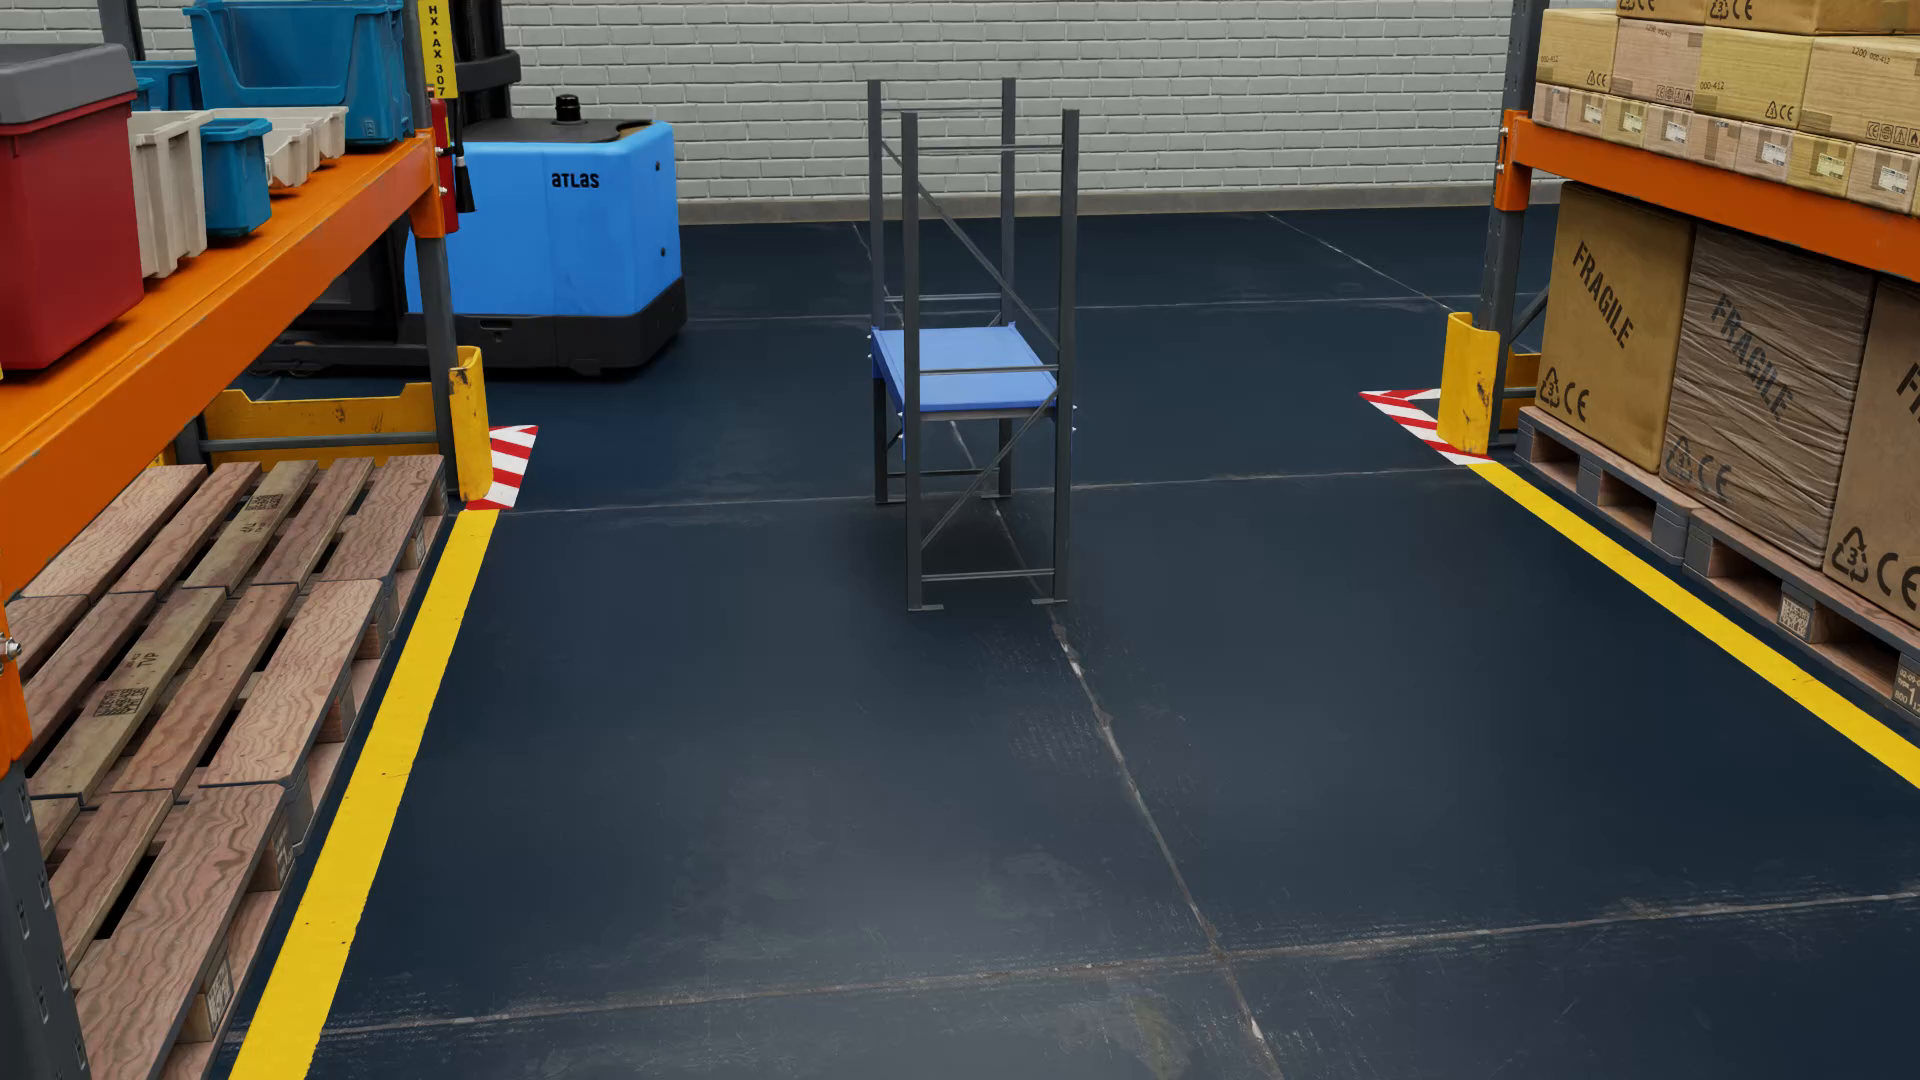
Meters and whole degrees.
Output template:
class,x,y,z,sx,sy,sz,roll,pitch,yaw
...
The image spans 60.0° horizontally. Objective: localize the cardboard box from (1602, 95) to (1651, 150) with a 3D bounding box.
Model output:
class,x,y,z,sx,sy,sz,roll,pitch,yaw
cardboard box,2.371,-1.387,5.500,0.380,0.149,0.250,-3,21,-9

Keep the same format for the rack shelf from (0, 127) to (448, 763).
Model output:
class,x,y,z,sx,sy,sz,roll,pitch,yaw
rack shelf,-2.042,-0.542,3.908,1.077,0.370,4.000,-3,21,-8

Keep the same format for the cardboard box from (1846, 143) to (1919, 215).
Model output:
class,x,y,z,sx,sy,sz,roll,pitch,yaw
cardboard box,2.558,-0.941,4.307,0.380,0.149,0.250,-3,21,-7

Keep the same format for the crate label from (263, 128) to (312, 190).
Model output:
class,x,y,z,sx,sy,sz,roll,pitch,yaw
crate label,-1.942,-1.006,4.415,0.396,0.136,0.243,-3,21,-8

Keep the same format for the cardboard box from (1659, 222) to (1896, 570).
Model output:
class,x,y,z,sx,sy,sz,roll,pitch,yaw
cardboard box,2.873,-0.490,5.177,0.875,0.875,0.875,-3,21,-8

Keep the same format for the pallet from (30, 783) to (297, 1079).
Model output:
class,x,y,z,sx,sy,sz,roll,pitch,yaw
pallet,-1.898,0.867,3.092,1.003,0.211,1.213,-3,21,-8

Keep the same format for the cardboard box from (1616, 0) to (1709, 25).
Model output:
class,x,y,z,sx,sy,sz,roll,pitch,yaw
cardboard box,2.445,-1.889,5.203,0.500,0.500,0.500,-3,21,-9

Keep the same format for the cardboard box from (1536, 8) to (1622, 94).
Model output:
class,x,y,z,sx,sy,sz,roll,pitch,yaw
cardboard box,2.373,-1.710,5.798,0.500,0.250,0.500,-3,21,-9

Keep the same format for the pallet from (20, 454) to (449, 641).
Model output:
class,x,y,z,sx,sy,sz,roll,pitch,yaw
pallet,-2.250,0.022,5.354,1.003,0.211,1.213,-3,21,-8

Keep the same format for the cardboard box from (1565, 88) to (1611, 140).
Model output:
class,x,y,z,sx,sy,sz,roll,pitch,yaw
cardboard box,2.334,-1.475,5.738,0.380,0.149,0.250,-3,21,-9

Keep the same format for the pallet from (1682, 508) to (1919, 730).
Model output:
class,x,y,z,sx,sy,sz,roll,pitch,yaw
pallet,2.936,0.180,4.934,1.003,0.211,1.213,-3,21,-8

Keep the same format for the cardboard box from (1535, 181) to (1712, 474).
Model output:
class,x,y,z,sx,sy,sz,roll,pitch,yaw
cardboard box,2.742,-0.805,6.021,0.875,0.875,0.875,-3,21,-8

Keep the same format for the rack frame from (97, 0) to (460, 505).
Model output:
class,x,y,z,sx,sy,sz,roll,pitch,yaw
rack frame,-2.331,-1.571,5.636,1.000,3.000,0.127,-3,21,-8

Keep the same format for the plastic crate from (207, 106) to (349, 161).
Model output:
class,x,y,z,sx,sy,sz,roll,pitch,yaw
plastic crate,-2.034,-1.203,4.940,0.396,0.136,0.243,-3,21,-8

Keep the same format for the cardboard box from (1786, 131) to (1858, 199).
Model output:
class,x,y,z,sx,sy,sz,roll,pitch,yaw
cardboard box,2.518,-1.031,4.550,0.380,0.149,0.250,-3,21,-9

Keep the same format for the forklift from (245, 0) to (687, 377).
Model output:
class,x,y,z,sx,sy,sz,roll,pitch,yaw
forklift,-2.939,-2.312,7.718,3.031,2.935,1.130,2,21,4

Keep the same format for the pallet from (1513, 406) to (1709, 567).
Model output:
class,x,y,z,sx,sy,sz,roll,pitch,yaw
pallet,2.763,-0.242,6.062,1.003,0.211,1.213,-3,21,-8

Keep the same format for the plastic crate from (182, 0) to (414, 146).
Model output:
class,x,y,z,sx,sy,sz,roll,pitch,yaw
plastic crate,-2.098,-1.509,5.334,0.616,0.435,0.499,-3,21,-8

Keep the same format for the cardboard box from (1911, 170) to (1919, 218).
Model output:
class,x,y,z,sx,sy,sz,roll,pitch,yaw
cardboard box,2.593,-0.852,4.071,0.380,0.149,0.250,-3,21,-9

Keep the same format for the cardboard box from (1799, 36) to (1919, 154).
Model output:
class,x,y,z,sx,sy,sz,roll,pitch,yaw
cardboard box,2.603,-1.176,4.368,0.500,0.250,0.500,-3,21,-9

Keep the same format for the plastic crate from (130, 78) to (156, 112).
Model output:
class,x,y,z,sx,sy,sz,roll,pitch,yaw
plastic crate,-2.526,-1.191,4.771,0.416,0.233,0.300,-3,21,-8

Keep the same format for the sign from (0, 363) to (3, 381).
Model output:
class,x,y,z,sx,sy,sz,roll,pitch,yaw
sign,-1.209,-0.343,1.952,0.100,0.325,0.005,-3,21,-8

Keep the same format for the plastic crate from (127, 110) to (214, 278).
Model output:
class,x,y,z,sx,sy,sz,roll,pitch,yaw
plastic crate,-1.792,-0.697,3.379,0.437,0.282,0.530,-3,21,-8

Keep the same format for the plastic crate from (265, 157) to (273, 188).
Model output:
class,x,y,z,sx,sy,sz,roll,pitch,yaw
plastic crate,-1.881,-0.905,4.143,0.298,0.136,0.250,-3,21,-8

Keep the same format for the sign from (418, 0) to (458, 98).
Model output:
class,x,y,z,sx,sy,sz,roll,pitch,yaw
sign,-1.789,-1.681,5.697,0.100,0.325,0.005,-3,21,-8

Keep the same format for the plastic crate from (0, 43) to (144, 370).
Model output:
class,x,y,z,sx,sy,sz,roll,pitch,yaw
plastic crate,-1.635,-0.566,2.768,0.402,0.464,0.583,-3,21,-8

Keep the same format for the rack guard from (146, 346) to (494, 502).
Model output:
class,x,y,z,sx,sy,sz,roll,pitch,yaw
rack guard,-2.347,-0.408,6.094,1.175,0.500,0.348,-3,21,-8

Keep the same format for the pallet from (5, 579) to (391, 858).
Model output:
class,x,y,z,sx,sy,sz,roll,pitch,yaw
pallet,-2.078,0.444,4.226,1.003,0.211,1.213,-3,21,-8

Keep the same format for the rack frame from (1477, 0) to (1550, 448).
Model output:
class,x,y,z,sx,sy,sz,roll,pitch,yaw
rack frame,2.571,-1.821,6.305,1.000,3.000,0.127,-3,21,-8

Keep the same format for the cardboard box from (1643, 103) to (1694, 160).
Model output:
class,x,y,z,sx,sy,sz,roll,pitch,yaw
cardboard box,2.410,-1.296,5.259,0.380,0.149,0.250,-3,21,-9

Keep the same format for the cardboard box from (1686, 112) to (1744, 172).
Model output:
class,x,y,z,sx,sy,sz,roll,pitch,yaw
cardboard box,2.445,-1.208,5.023,0.380,0.149,0.250,-3,21,-9

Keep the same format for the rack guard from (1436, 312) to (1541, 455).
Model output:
class,x,y,z,sx,sy,sz,roll,pitch,yaw
rack guard,2.567,-0.658,6.765,1.175,0.500,0.348,-3,21,-8

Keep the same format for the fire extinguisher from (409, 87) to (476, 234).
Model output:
class,x,y,z,sx,sy,sz,roll,pitch,yaw
fire extinguisher,-1.903,-1.436,5.916,0.296,0.674,0.183,-3,21,-8

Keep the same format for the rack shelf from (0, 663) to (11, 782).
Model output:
class,x,y,z,sx,sy,sz,roll,pitch,yaw
rack shelf,-1.466,0.843,0.200,1.077,0.370,4.000,-3,21,-8

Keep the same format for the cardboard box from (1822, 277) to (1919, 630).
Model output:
class,x,y,z,sx,sy,sz,roll,pitch,yaw
cardboard box,3.001,-0.182,4.352,0.875,0.875,0.875,-3,21,-8

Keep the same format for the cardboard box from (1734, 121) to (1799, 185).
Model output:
class,x,y,z,sx,sy,sz,roll,pitch,yaw
cardboard box,2.483,-1.119,4.784,0.380,0.149,0.250,-3,21,-8

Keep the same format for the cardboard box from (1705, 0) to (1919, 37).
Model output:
class,x,y,z,sx,sy,sz,roll,pitch,yaw
cardboard box,2.525,-1.710,4.724,0.500,0.500,0.500,-3,21,-9

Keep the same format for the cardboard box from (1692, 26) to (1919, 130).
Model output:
class,x,y,z,sx,sy,sz,roll,pitch,yaw
cardboard box,2.523,-1.357,4.850,0.500,0.250,0.500,-4,21,-10

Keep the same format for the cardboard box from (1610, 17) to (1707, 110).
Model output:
class,x,y,z,sx,sy,sz,roll,pitch,yaw
cardboard box,2.454,-1.531,5.317,0.500,0.250,0.500,-3,21,-8

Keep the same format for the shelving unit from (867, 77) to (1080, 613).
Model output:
class,x,y,z,sx,sy,sz,roll,pitch,yaw
shelving unit,0.012,-0.673,5.375,0.538,1.500,1.048,-3,21,-8

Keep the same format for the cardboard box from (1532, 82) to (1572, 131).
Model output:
class,x,y,z,sx,sy,sz,roll,pitch,yaw
cardboard box,2.295,-1.564,5.975,0.380,0.149,0.250,-3,21,-7

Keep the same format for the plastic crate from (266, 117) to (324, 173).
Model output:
class,x,y,z,sx,sy,sz,roll,pitch,yaw
plastic crate,-2.006,-1.102,4.670,0.396,0.136,0.243,-3,21,-8

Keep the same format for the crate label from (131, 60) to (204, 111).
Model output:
class,x,y,z,sx,sy,sz,roll,pitch,yaw
crate label,-2.621,-1.419,5.382,0.416,0.233,0.303,-3,21,-8

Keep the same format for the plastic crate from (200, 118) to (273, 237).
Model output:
class,x,y,z,sx,sy,sz,roll,pitch,yaw
plastic crate,-1.781,-0.823,3.786,0.416,0.233,0.300,-3,21,-8

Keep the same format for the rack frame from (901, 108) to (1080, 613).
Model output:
class,x,y,z,sx,sy,sz,roll,pitch,yaw
rack frame,0.086,-0.497,4.903,0.500,1.500,0.032,-3,21,-8

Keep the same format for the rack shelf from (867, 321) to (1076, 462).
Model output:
class,x,y,z,sx,sy,sz,roll,pitch,yaw
rack shelf,0.012,-0.505,5.438,0.538,0.185,1.000,-3,21,-8

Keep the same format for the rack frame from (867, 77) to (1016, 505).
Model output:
class,x,y,z,sx,sy,sz,roll,pitch,yaw
rack frame,-0.061,-0.849,5.846,0.500,1.500,0.032,-3,21,-8

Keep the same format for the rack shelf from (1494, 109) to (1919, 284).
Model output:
class,x,y,z,sx,sy,sz,roll,pitch,yaw
rack shelf,2.859,-0.792,4.577,1.077,0.370,4.000,-3,21,-8
